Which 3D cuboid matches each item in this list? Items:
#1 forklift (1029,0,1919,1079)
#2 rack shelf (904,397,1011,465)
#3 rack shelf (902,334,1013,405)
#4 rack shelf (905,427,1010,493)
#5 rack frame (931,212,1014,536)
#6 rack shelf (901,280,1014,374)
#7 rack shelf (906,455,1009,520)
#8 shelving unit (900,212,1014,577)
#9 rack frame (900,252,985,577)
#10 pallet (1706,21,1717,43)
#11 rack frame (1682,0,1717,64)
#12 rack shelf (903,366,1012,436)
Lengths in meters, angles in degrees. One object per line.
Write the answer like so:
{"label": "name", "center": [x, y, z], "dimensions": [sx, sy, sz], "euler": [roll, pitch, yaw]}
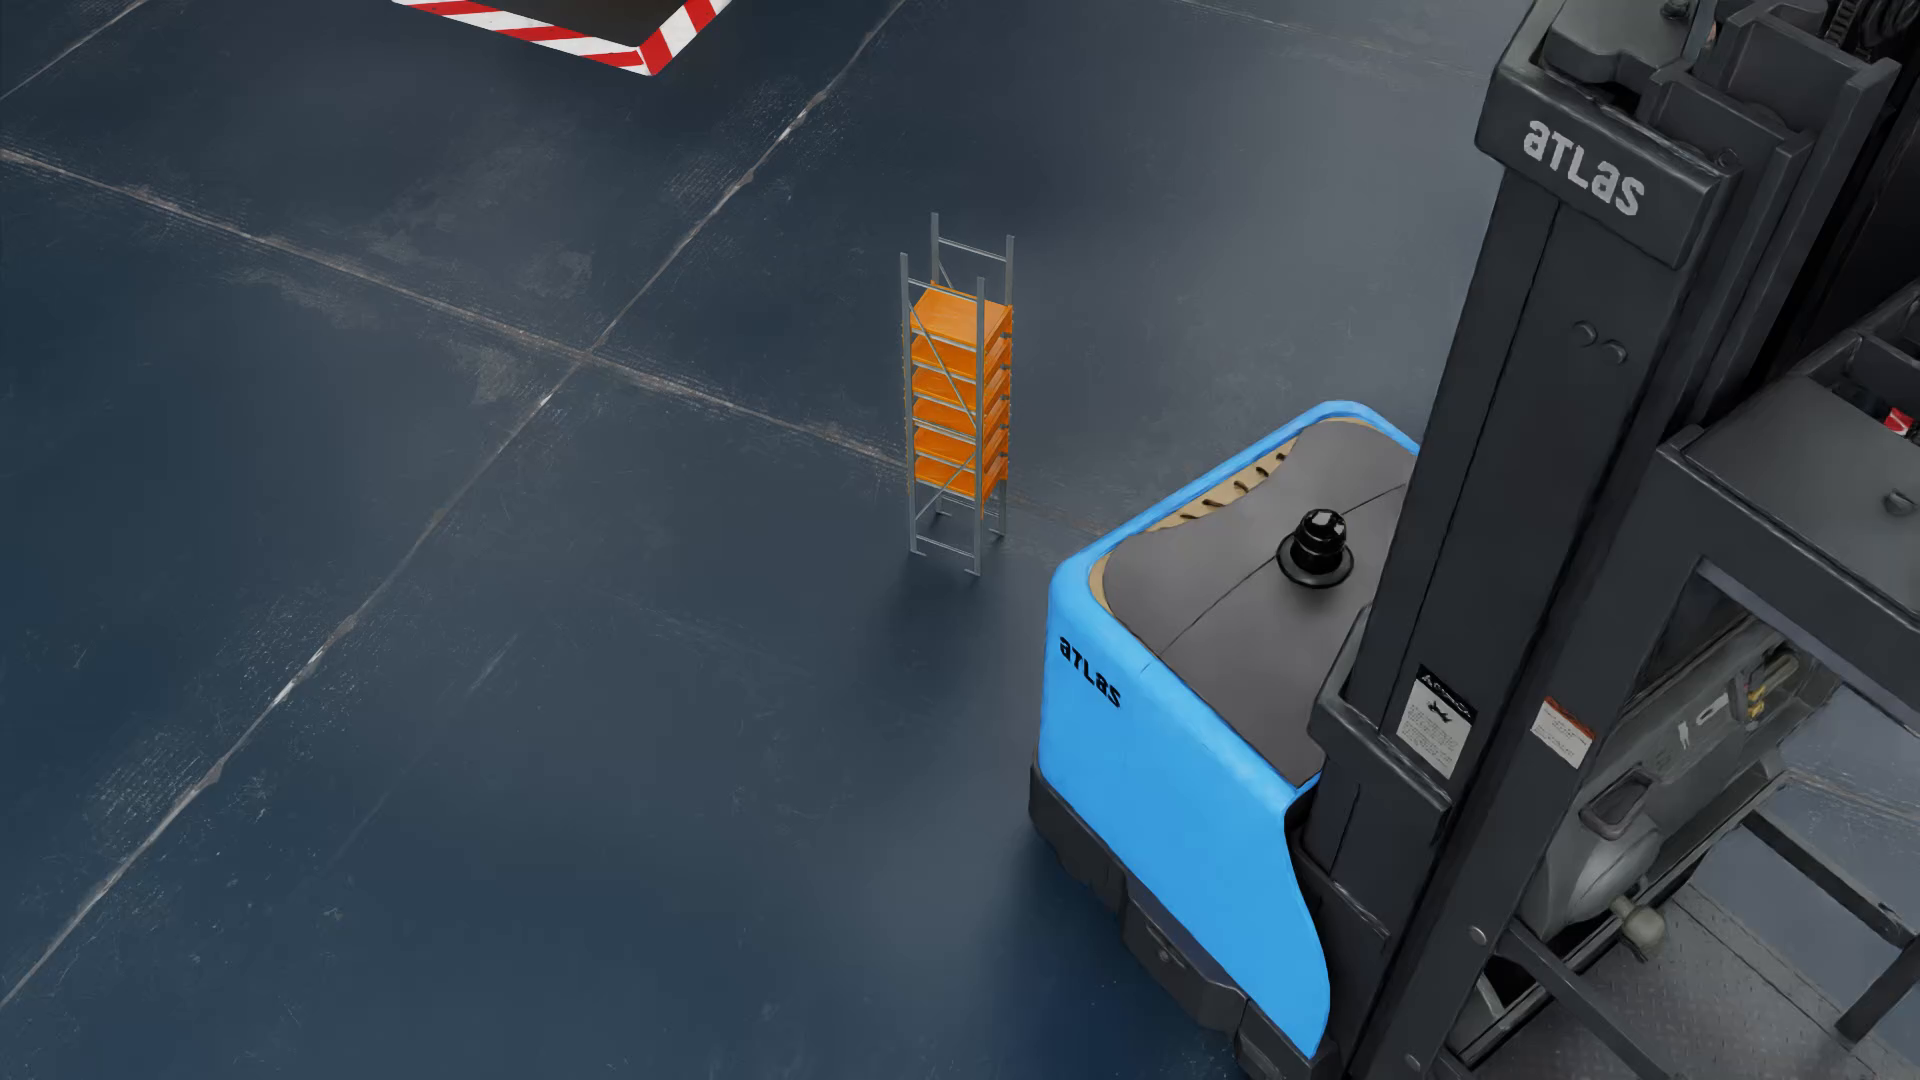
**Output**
{"label": "forklift", "center": [1.486, 0.483, 2.915], "dimensions": [1.130, 2.935, 3.031], "euler": [-31, 56, -23]}
{"label": "rack shelf", "center": [-0.006, -0.350, 4.818], "dimensions": [0.258, 0.103, 0.180], "euler": [20, 52, 16]}
{"label": "rack shelf", "center": [-0.006, -0.506, 4.636], "dimensions": [0.258, 0.103, 0.180], "euler": [20, 52, 16]}
{"label": "rack shelf", "center": [-0.006, -0.272, 4.910], "dimensions": [0.258, 0.103, 0.180], "euler": [20, 52, 16]}
{"label": "rack frame", "center": [0.033, -0.442, 4.838], "dimensions": [0.240, 1.200, 0.006], "euler": [20, 52, 16]}
{"label": "rack shelf", "center": [-0.006, -0.583, 4.544], "dimensions": [0.258, 0.103, 0.180], "euler": [20, 52, 16]}
{"label": "rack shelf", "center": [-0.006, -0.195, 5.001], "dimensions": [0.258, 0.103, 0.180], "euler": [20, 52, 16]}
{"label": "shelving unit", "center": [-0.006, -0.379, 4.785], "dimensions": [0.258, 1.200, 0.189], "euler": [20, 52, 16]}
{"label": "rack frame", "center": [-0.045, -0.316, 4.731], "dimensions": [0.240, 1.200, 0.006], "euler": [20, 52, 16]}
{"label": "pallet", "center": [3.265, -1.758, 6.607], "dimensions": [1.003, 0.211, 1.213], "euler": [20, 52, 16]}
{"label": "rack frame", "center": [2.923, -2.036, 5.013], "dimensions": [1.000, 3.000, 0.127], "euler": [20, 52, 16]}
{"label": "rack shelf", "center": [-0.006, -0.428, 4.727], "dimensions": [0.258, 0.103, 0.180], "euler": [20, 52, 16]}
